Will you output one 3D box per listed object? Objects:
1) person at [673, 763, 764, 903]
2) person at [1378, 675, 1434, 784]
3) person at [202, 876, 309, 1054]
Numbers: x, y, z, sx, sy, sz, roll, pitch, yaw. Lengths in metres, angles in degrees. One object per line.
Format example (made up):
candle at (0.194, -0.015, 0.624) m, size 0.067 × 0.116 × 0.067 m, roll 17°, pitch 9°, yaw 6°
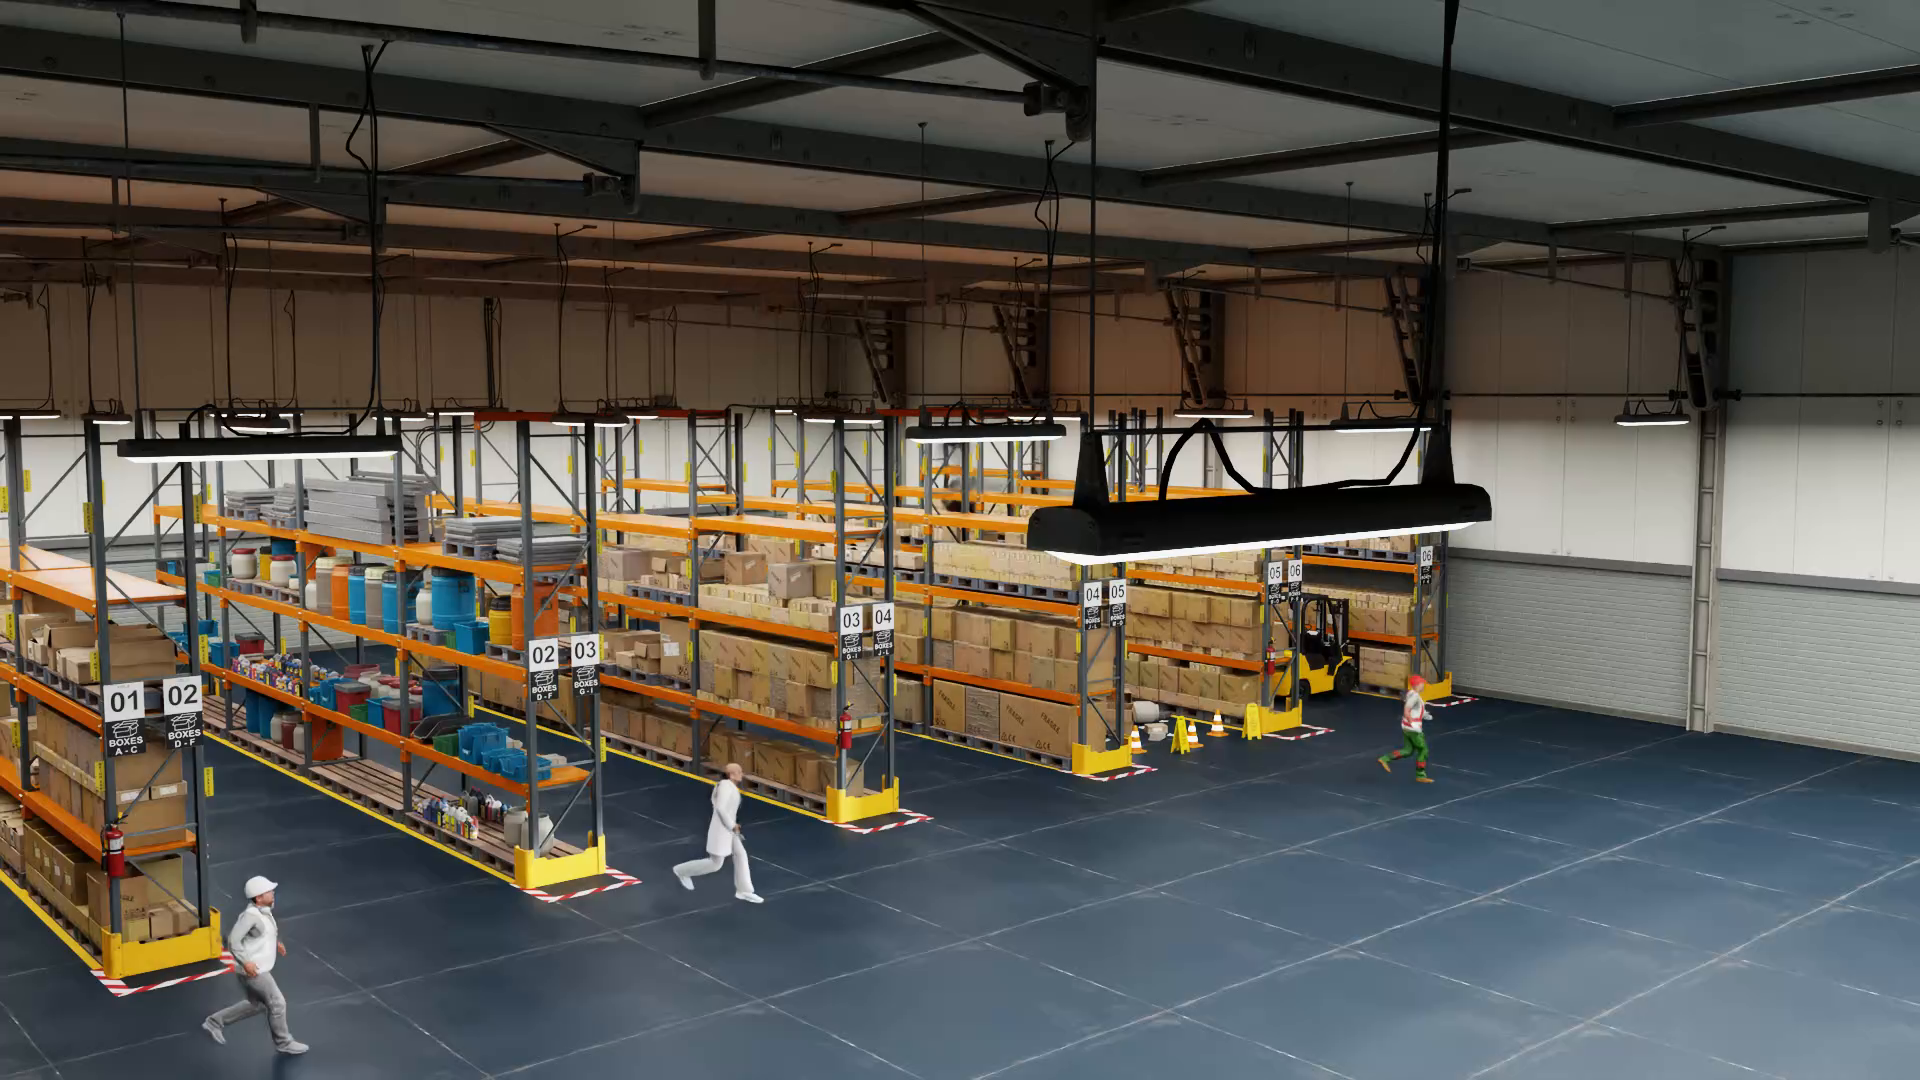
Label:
person at (-3.008, 3.660, 20.687) m, size 1.117 × 1.778 × 0.714 m, roll 0°, pitch 5°, yaw -1°
person at (7.291, 3.079, 27.101) m, size 0.904 × 1.770 × 0.636 m, roll 1°, pitch 5°, yaw 6°
person at (-6.738, 4.070, 15.827) m, size 0.949 × 1.767 × 0.681 m, roll -1°, pitch 5°, yaw -14°
